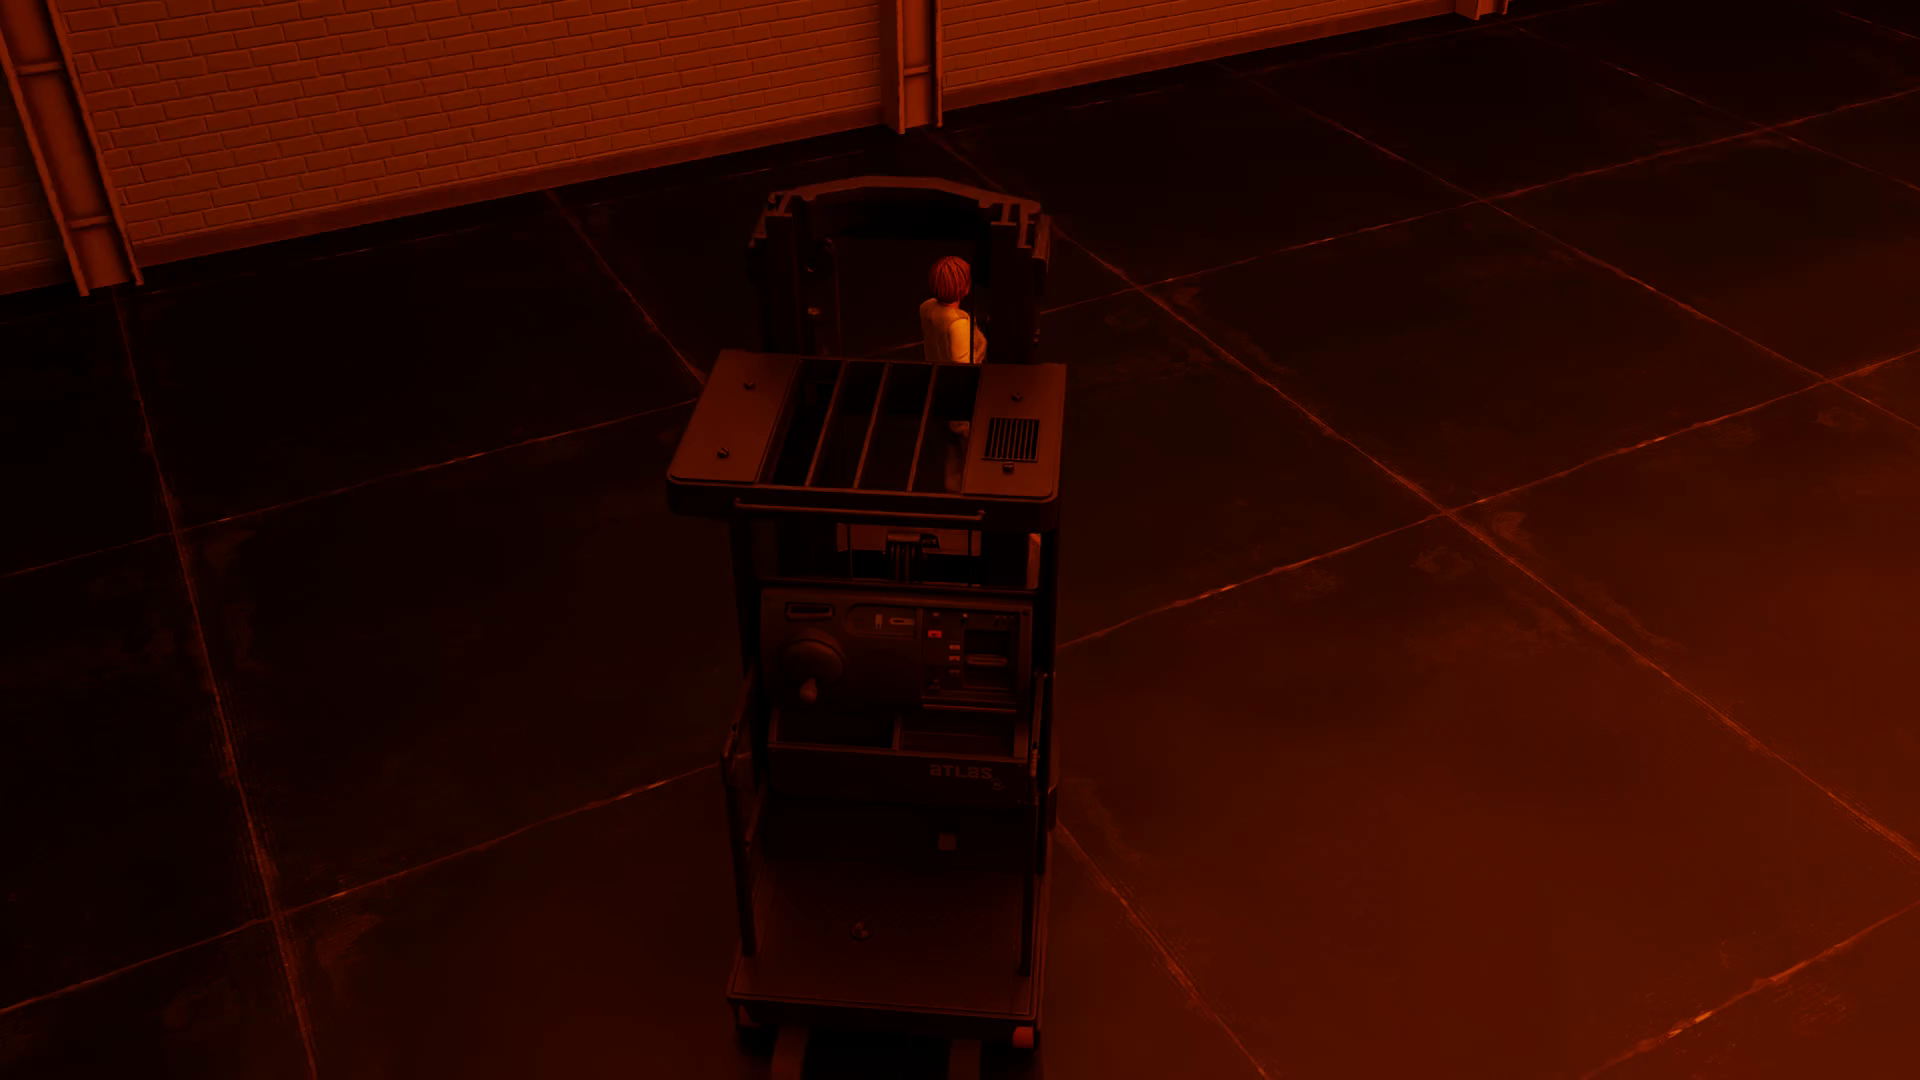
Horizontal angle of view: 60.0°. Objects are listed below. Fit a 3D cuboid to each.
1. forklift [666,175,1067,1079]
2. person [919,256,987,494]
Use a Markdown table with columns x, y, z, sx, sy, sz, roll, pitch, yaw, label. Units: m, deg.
| x | y | z | sx | sy | sz | roll | pitch | yaw | label |
| --- | --- | --- | --- | --- | --- | --- | --- | --- | --- |
| -0.237 | 0.443 | 5.497 | 1.130 | 2.935 | 3.031 | 3 | 35 | 4 | forklift |
| 0.073 | -0.671 | 8.215 | 0.473 | 1.599 | 0.520 | -17 | 39 | -23 | person |
